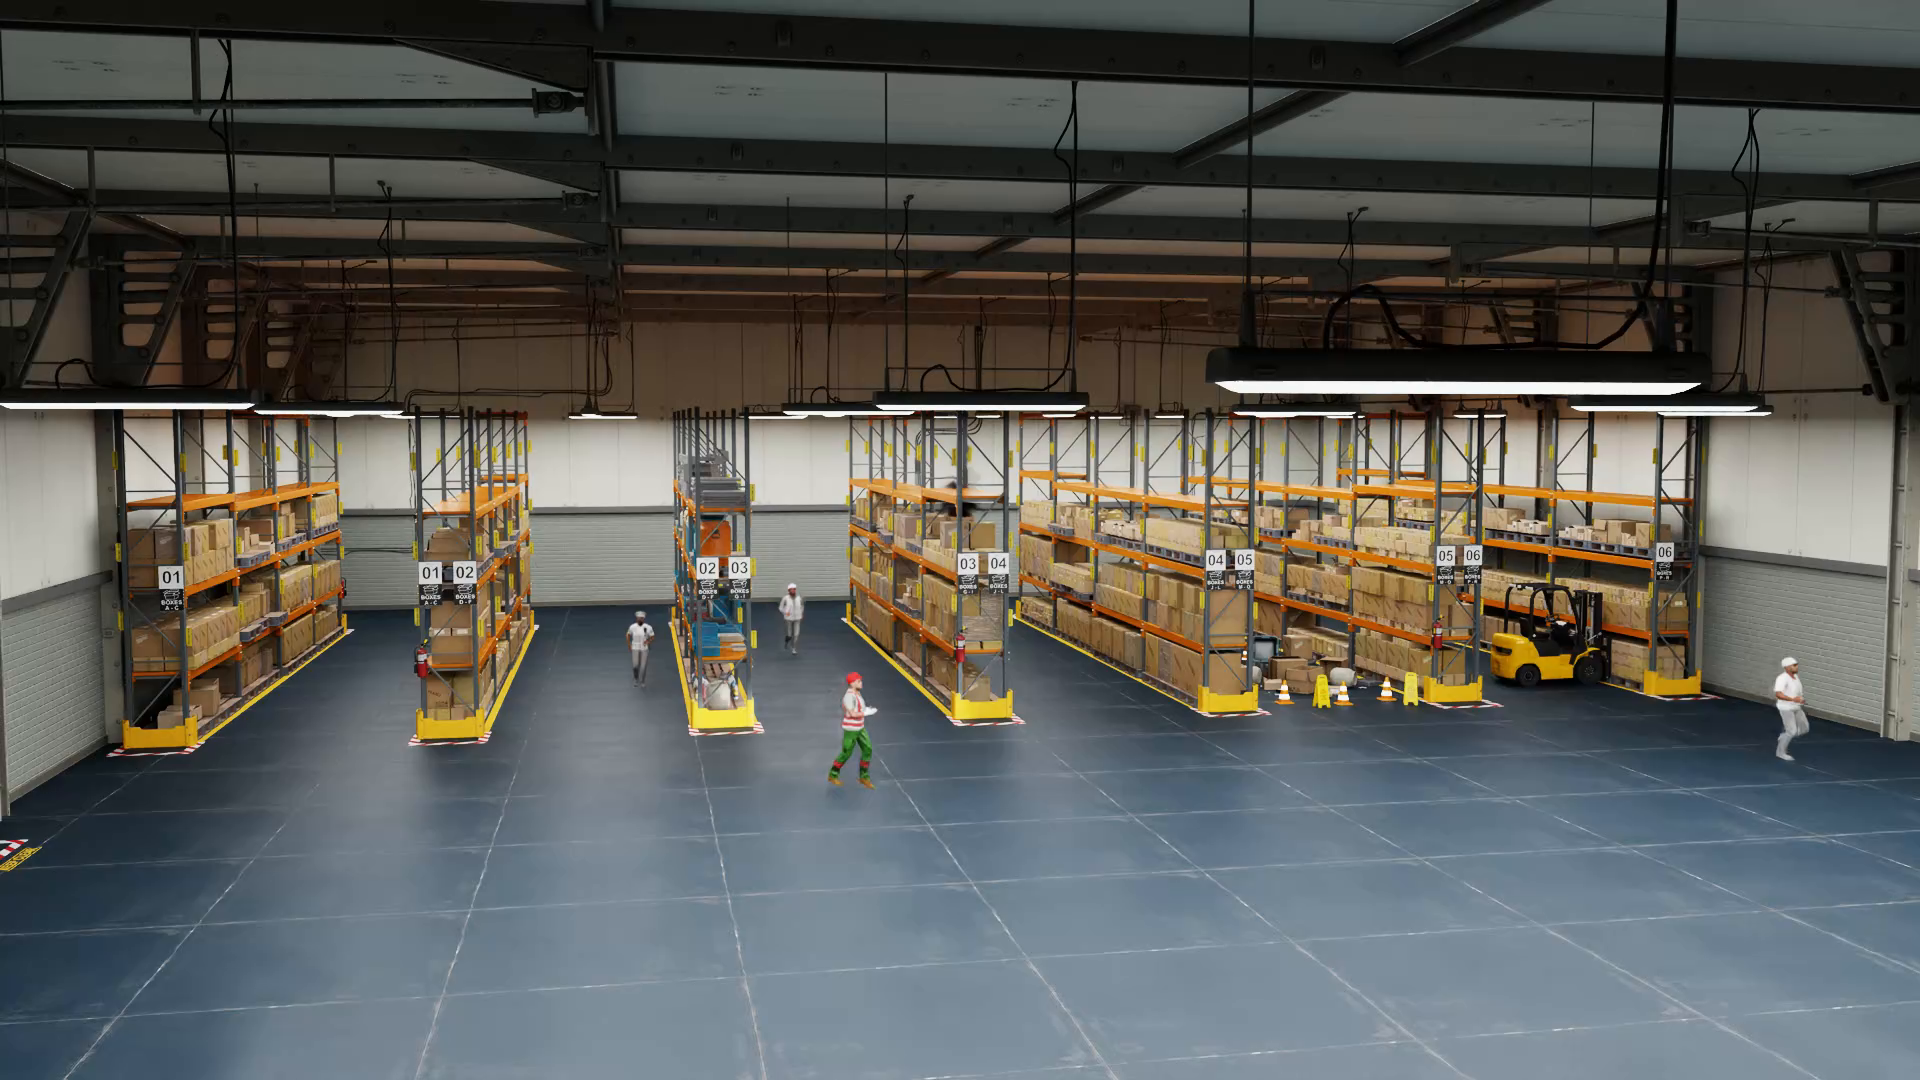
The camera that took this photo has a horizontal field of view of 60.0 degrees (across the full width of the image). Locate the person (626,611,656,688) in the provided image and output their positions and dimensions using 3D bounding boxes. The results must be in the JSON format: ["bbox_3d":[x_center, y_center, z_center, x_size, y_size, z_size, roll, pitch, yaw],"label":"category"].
[{"bbox_3d":[-6.821,2.351,35.522,0.628,1.670,0.536,0,4,-6],"label":"person"}]

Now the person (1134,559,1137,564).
[{"bbox_3d":[5.181,1.254,50.533,0.684,1.784,0.638,-1,4,-18],"label":"person"}]

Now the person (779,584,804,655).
[{"bbox_3d":[-4.134,1.940,41.027,0.660,1.730,0.658,-2,4,-21],"label":"person"}]

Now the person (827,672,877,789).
[{"bbox_3d":[-1.667,2.984,25.896,0.819,1.860,0.649,1,4,16],"label":"person"}]

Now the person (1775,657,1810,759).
[{"bbox_3d":[14.084,2.851,28.144,0.757,1.732,0.558,-3,5,-37],"label":"person"}]
